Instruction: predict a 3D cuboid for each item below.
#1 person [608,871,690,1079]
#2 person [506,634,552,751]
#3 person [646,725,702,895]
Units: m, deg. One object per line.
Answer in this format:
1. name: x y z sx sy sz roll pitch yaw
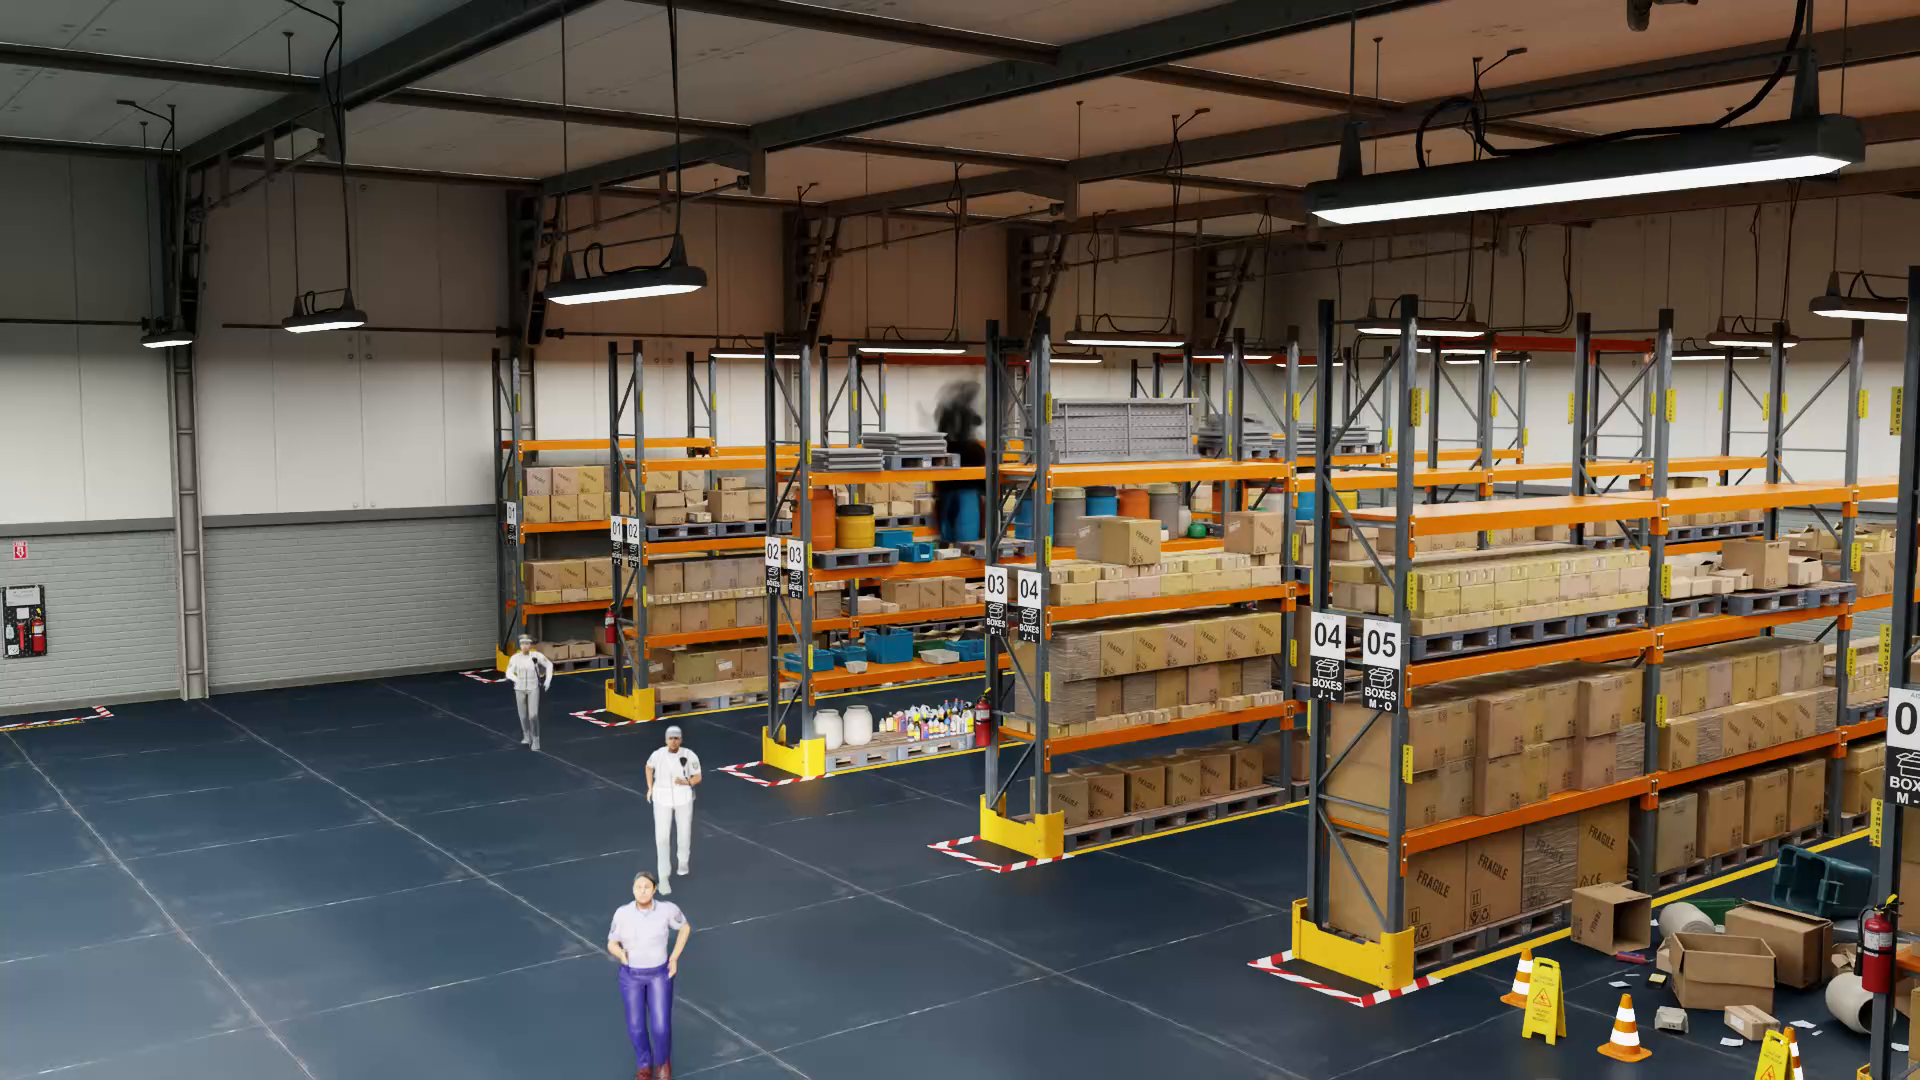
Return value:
1. person: -2.317 3.278 12.318 0.588 1.636 0.603 0 5 -3
2. person: -6.264 2.220 24.158 0.635 1.747 0.705 -1 5 -6
3. person: -3.009 2.802 17.498 0.581 1.728 0.755 -1 5 -10
